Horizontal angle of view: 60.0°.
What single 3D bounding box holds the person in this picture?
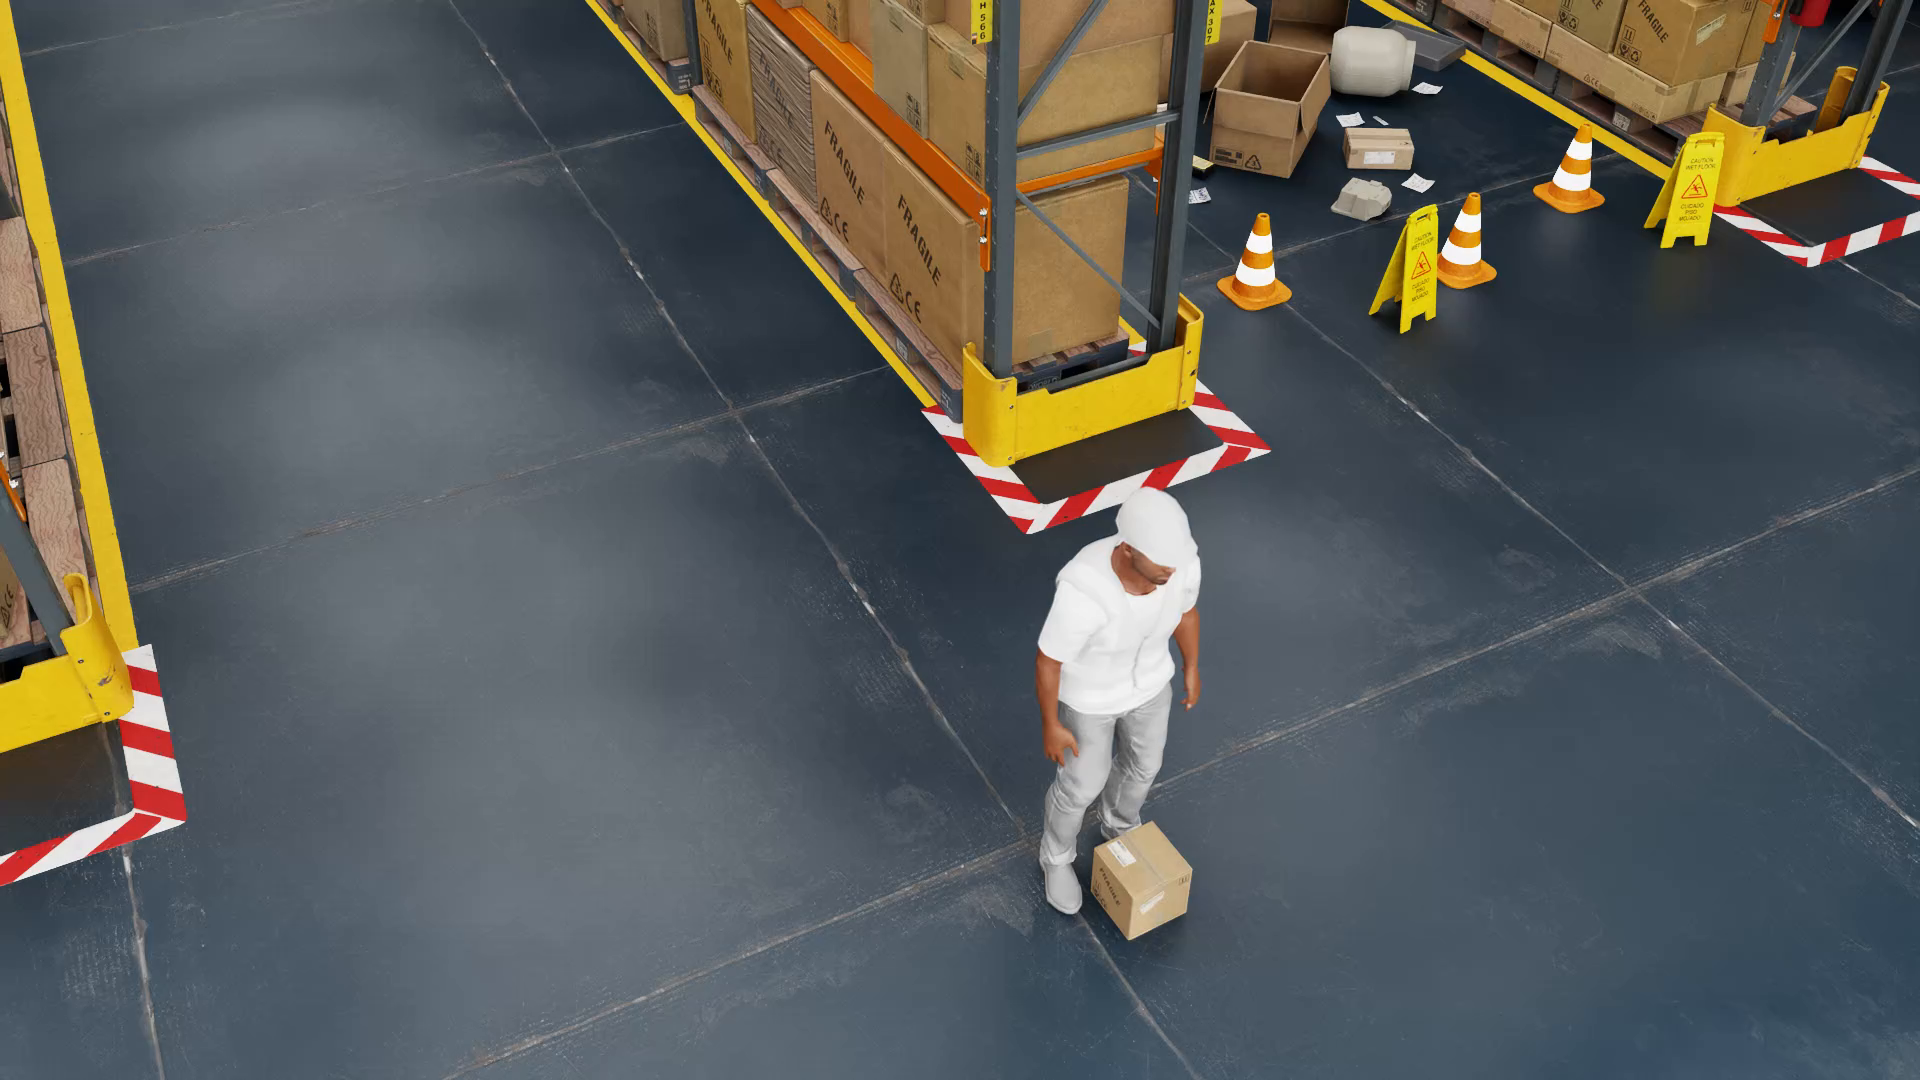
[{"bbox_3d":[0.536,0.510,5.557,0.638,1.761,0.454,-20,45,-22],"label":"person"}]
